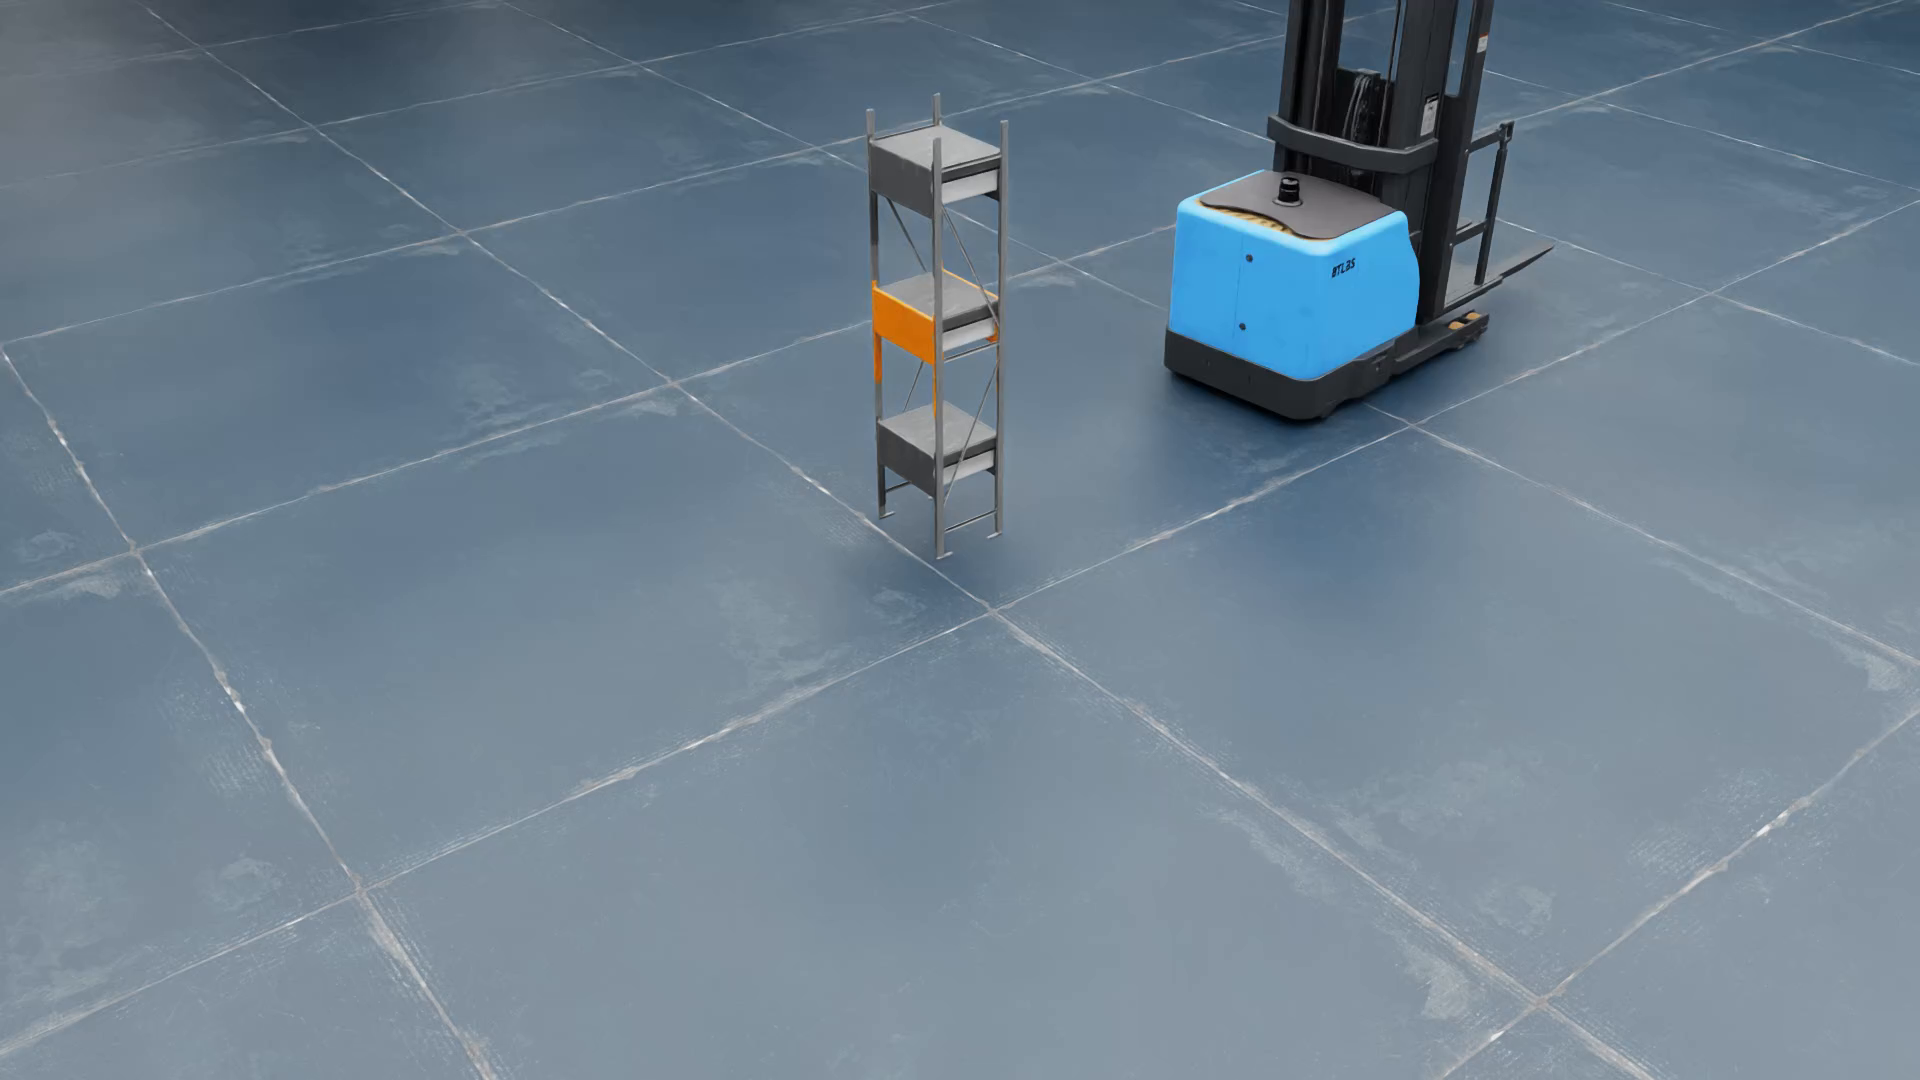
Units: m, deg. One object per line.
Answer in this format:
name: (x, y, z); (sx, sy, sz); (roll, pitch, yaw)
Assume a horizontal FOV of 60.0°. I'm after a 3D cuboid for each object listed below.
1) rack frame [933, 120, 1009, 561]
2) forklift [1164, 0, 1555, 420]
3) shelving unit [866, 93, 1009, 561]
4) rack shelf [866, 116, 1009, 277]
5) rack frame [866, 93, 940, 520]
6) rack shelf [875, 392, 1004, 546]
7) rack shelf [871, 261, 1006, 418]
rack frame: (0.048, -0.859, 7.643); (0.400, 2.100, 0.015); (-22, 38, -31)
forklift: (2.606, -2.579, 9.624); (3.031, 2.935, 1.130); (-27, 41, -36)
shelving unit: (-0.101, -0.961, 7.807); (0.431, 2.100, 0.503); (-22, 38, -31)
rack shelf: (-0.101, -1.544, 7.445); (0.431, 0.518, 0.480); (-22, 38, -31)
rack frame: (-0.251, -1.063, 7.971); (0.400, 2.100, 0.015); (-22, 38, -31)
rack shelf: (-0.102, -0.355, 8.184); (0.431, 0.518, 0.480); (-22, 38, -31)
rack shelf: (-0.101, -0.949, 7.814); (0.431, 0.518, 0.480); (-22, 38, -31)
